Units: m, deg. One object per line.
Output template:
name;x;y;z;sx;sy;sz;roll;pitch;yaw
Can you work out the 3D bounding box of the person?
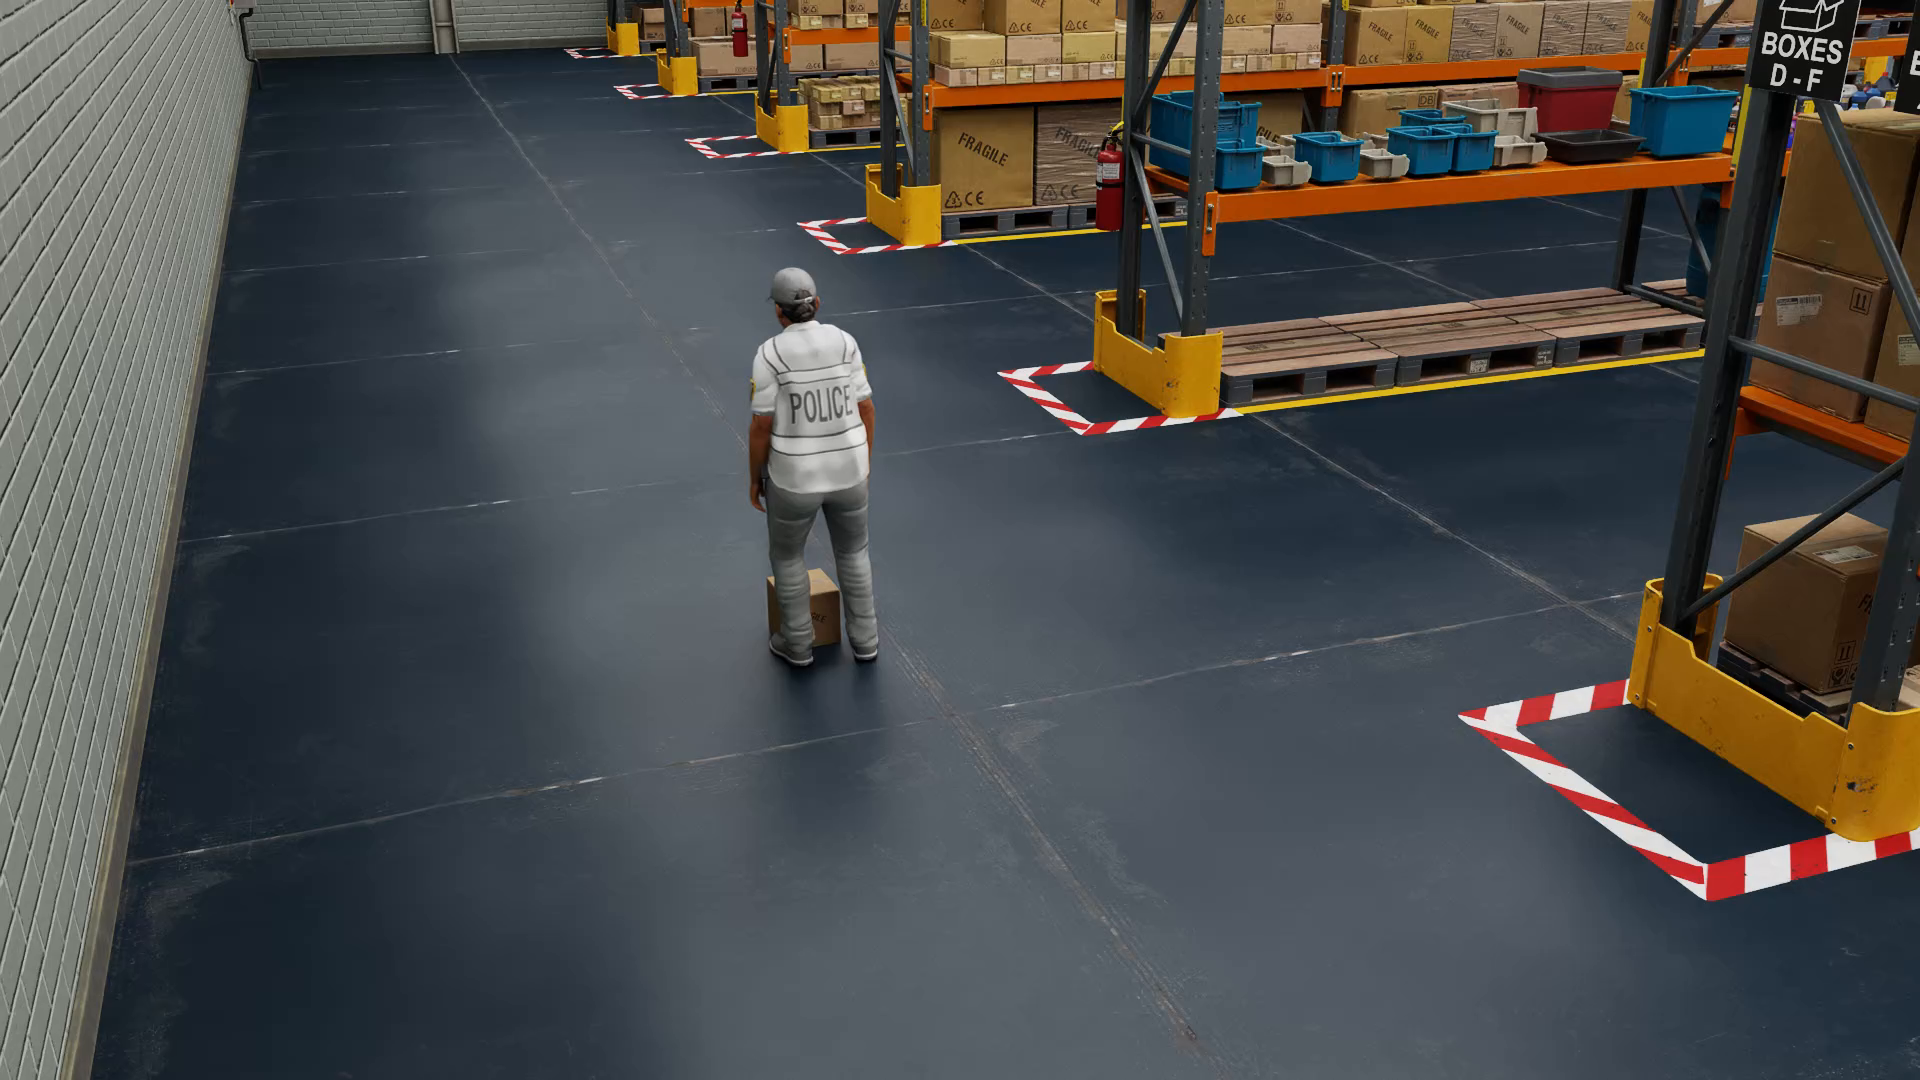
person;-0.586;-0.274;6.739;0.554;1.666;0.469;-10;25;-22
